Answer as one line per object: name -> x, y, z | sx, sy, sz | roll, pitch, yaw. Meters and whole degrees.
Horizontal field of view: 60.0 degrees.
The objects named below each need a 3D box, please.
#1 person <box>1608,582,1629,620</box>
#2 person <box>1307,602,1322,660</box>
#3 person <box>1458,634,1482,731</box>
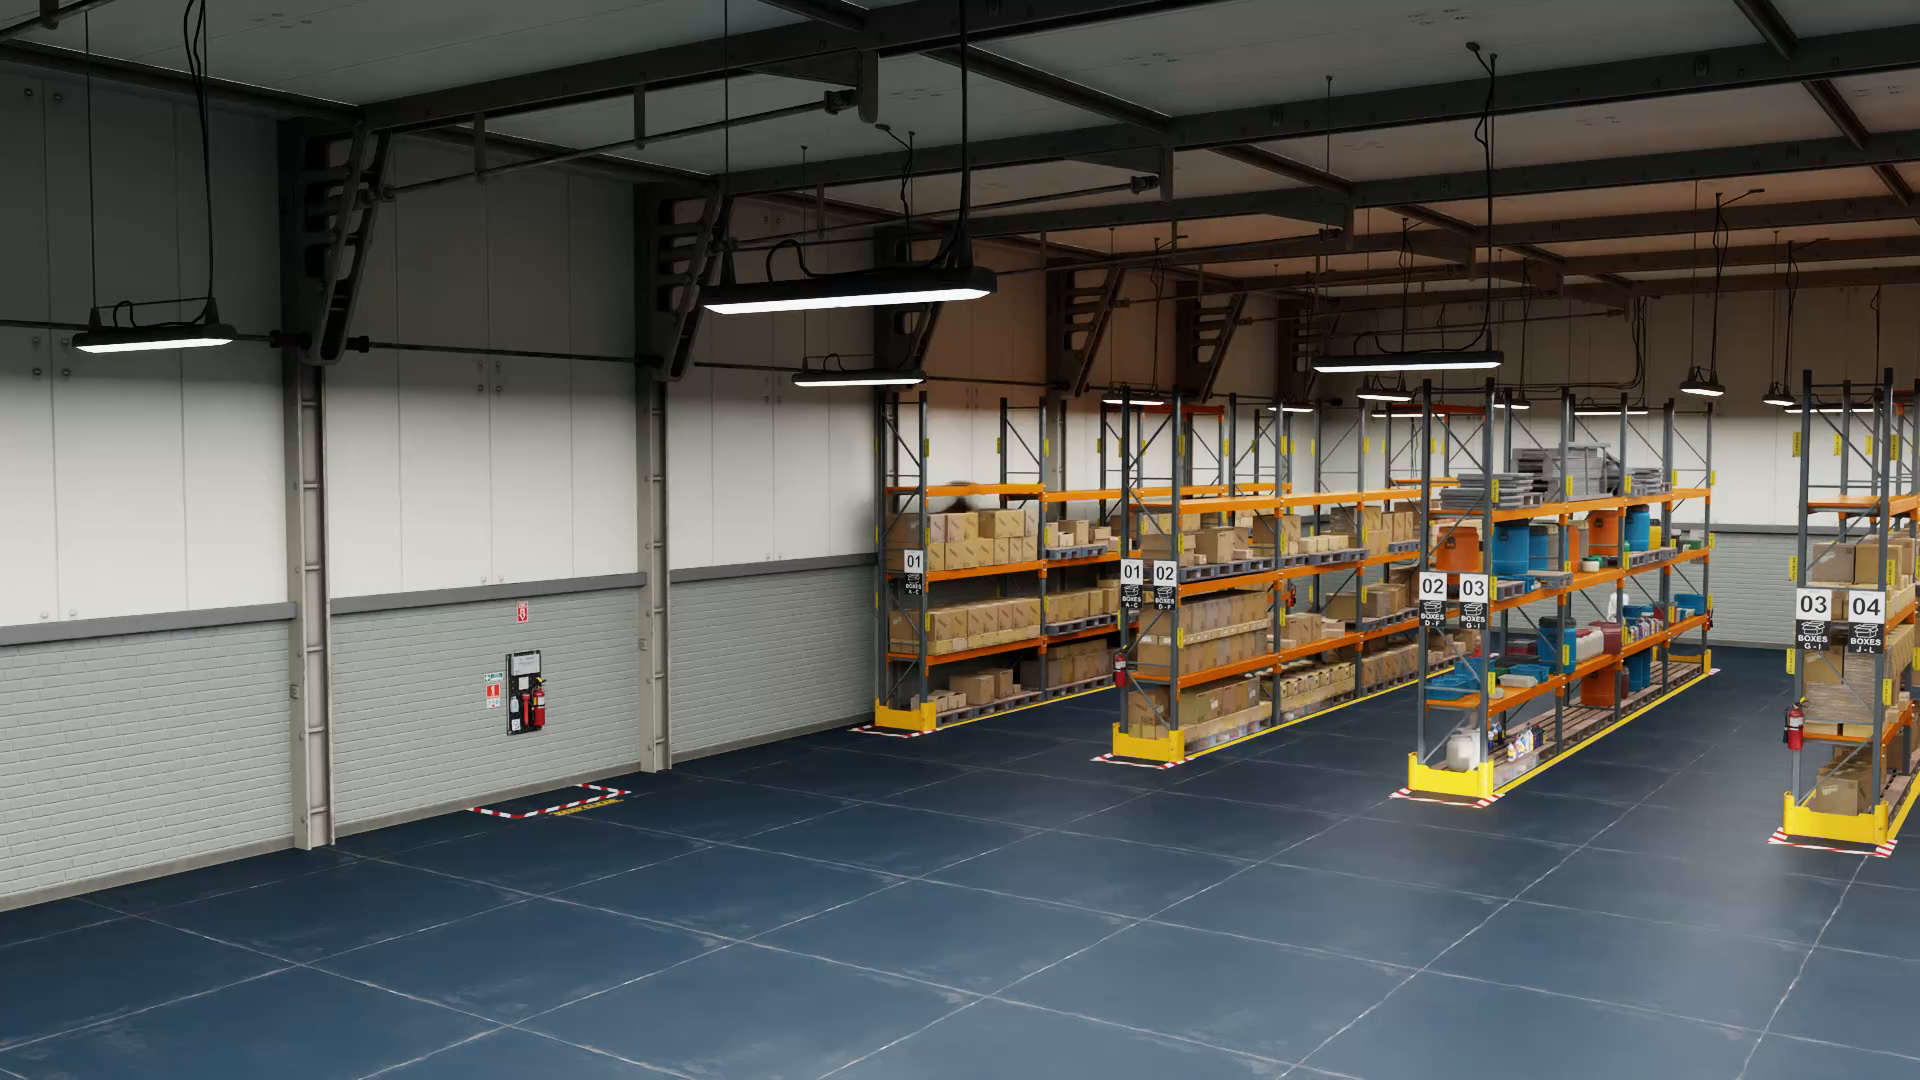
person -> 16.330, 1.886, 41.214 | 0.493, 1.702, 0.491 | 1, 3, 18
person -> 7.772, 2.068, 36.623 | 0.453, 1.783, 0.672 | 1, 3, 22
person -> 9.108, 2.513, 29.334 | 0.508, 1.718, 0.550 | 2, 4, 32
